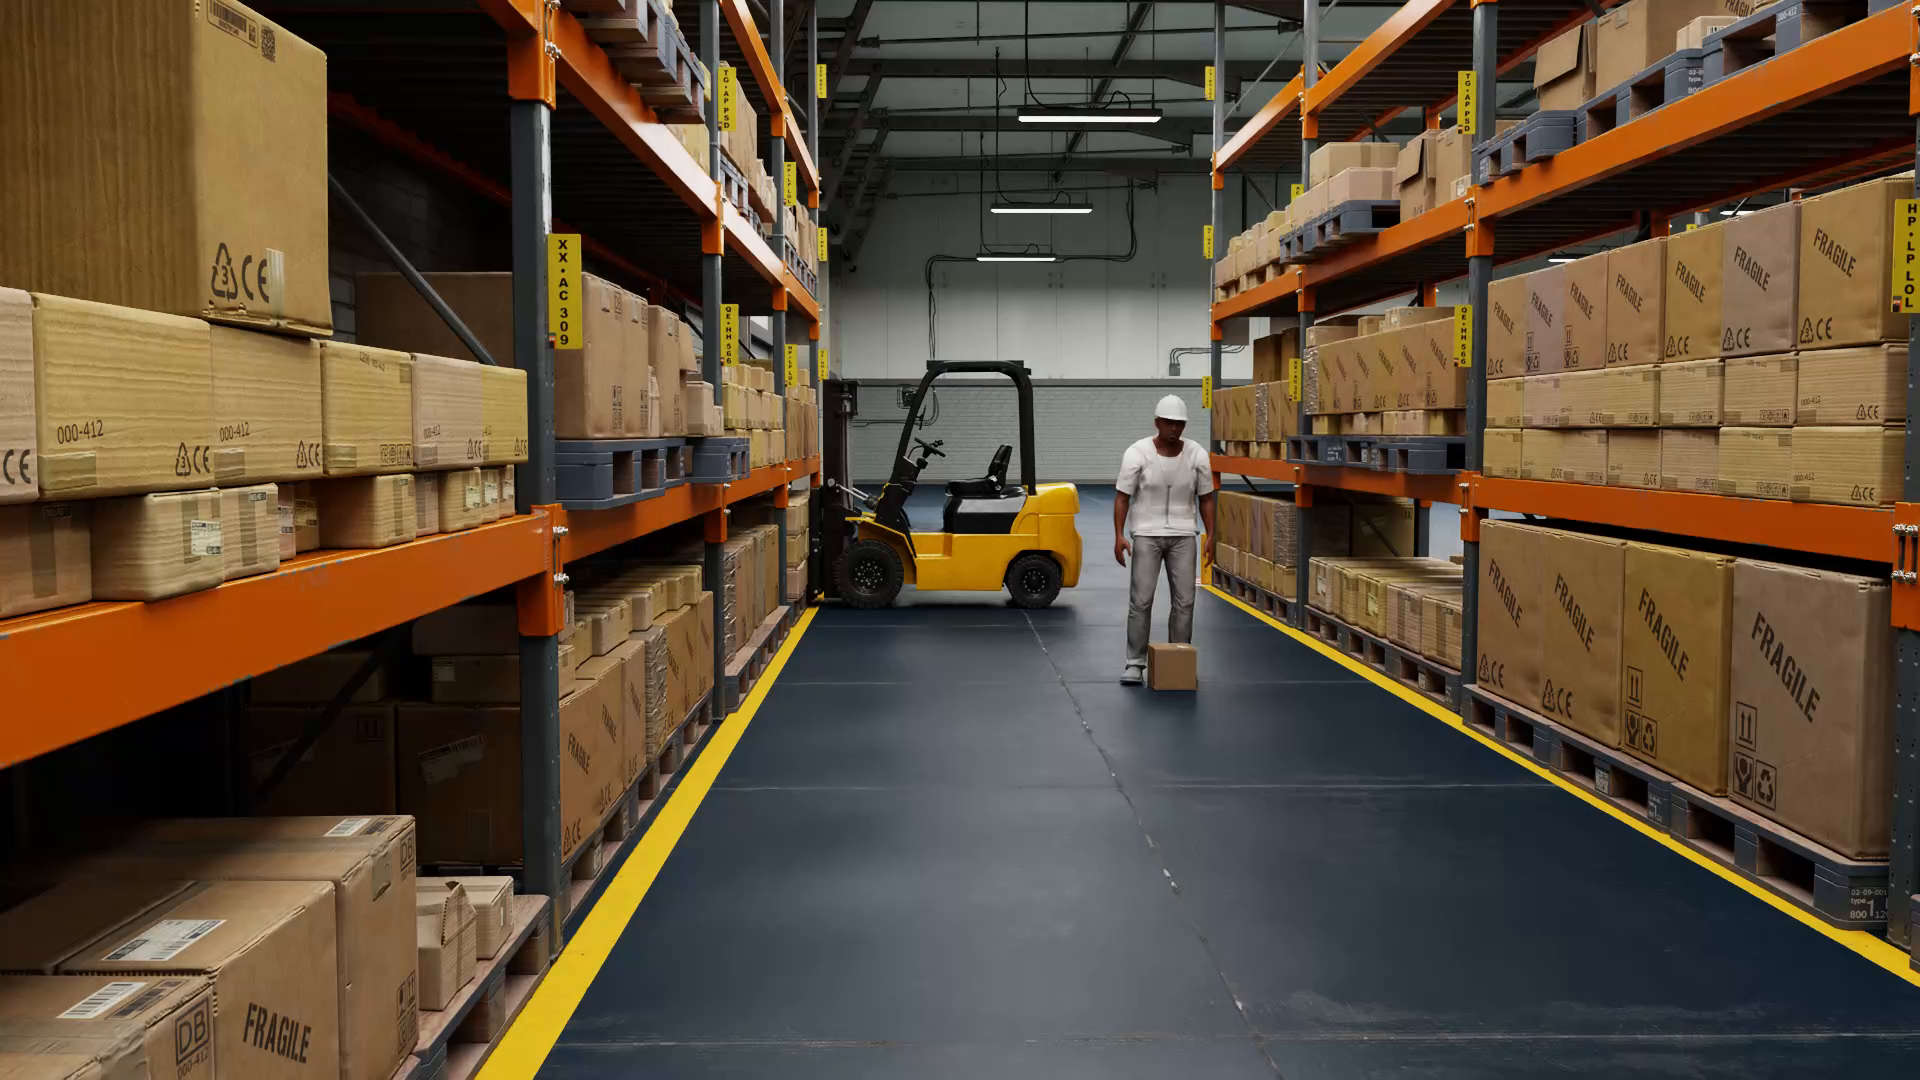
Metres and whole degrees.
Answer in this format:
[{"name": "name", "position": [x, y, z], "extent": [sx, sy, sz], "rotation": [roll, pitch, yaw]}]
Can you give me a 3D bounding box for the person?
[{"name": "person", "position": [1.256, -0.003, 10.179], "extent": [0.632, 1.757, 0.463], "rotation": [0, 4, -2]}]
